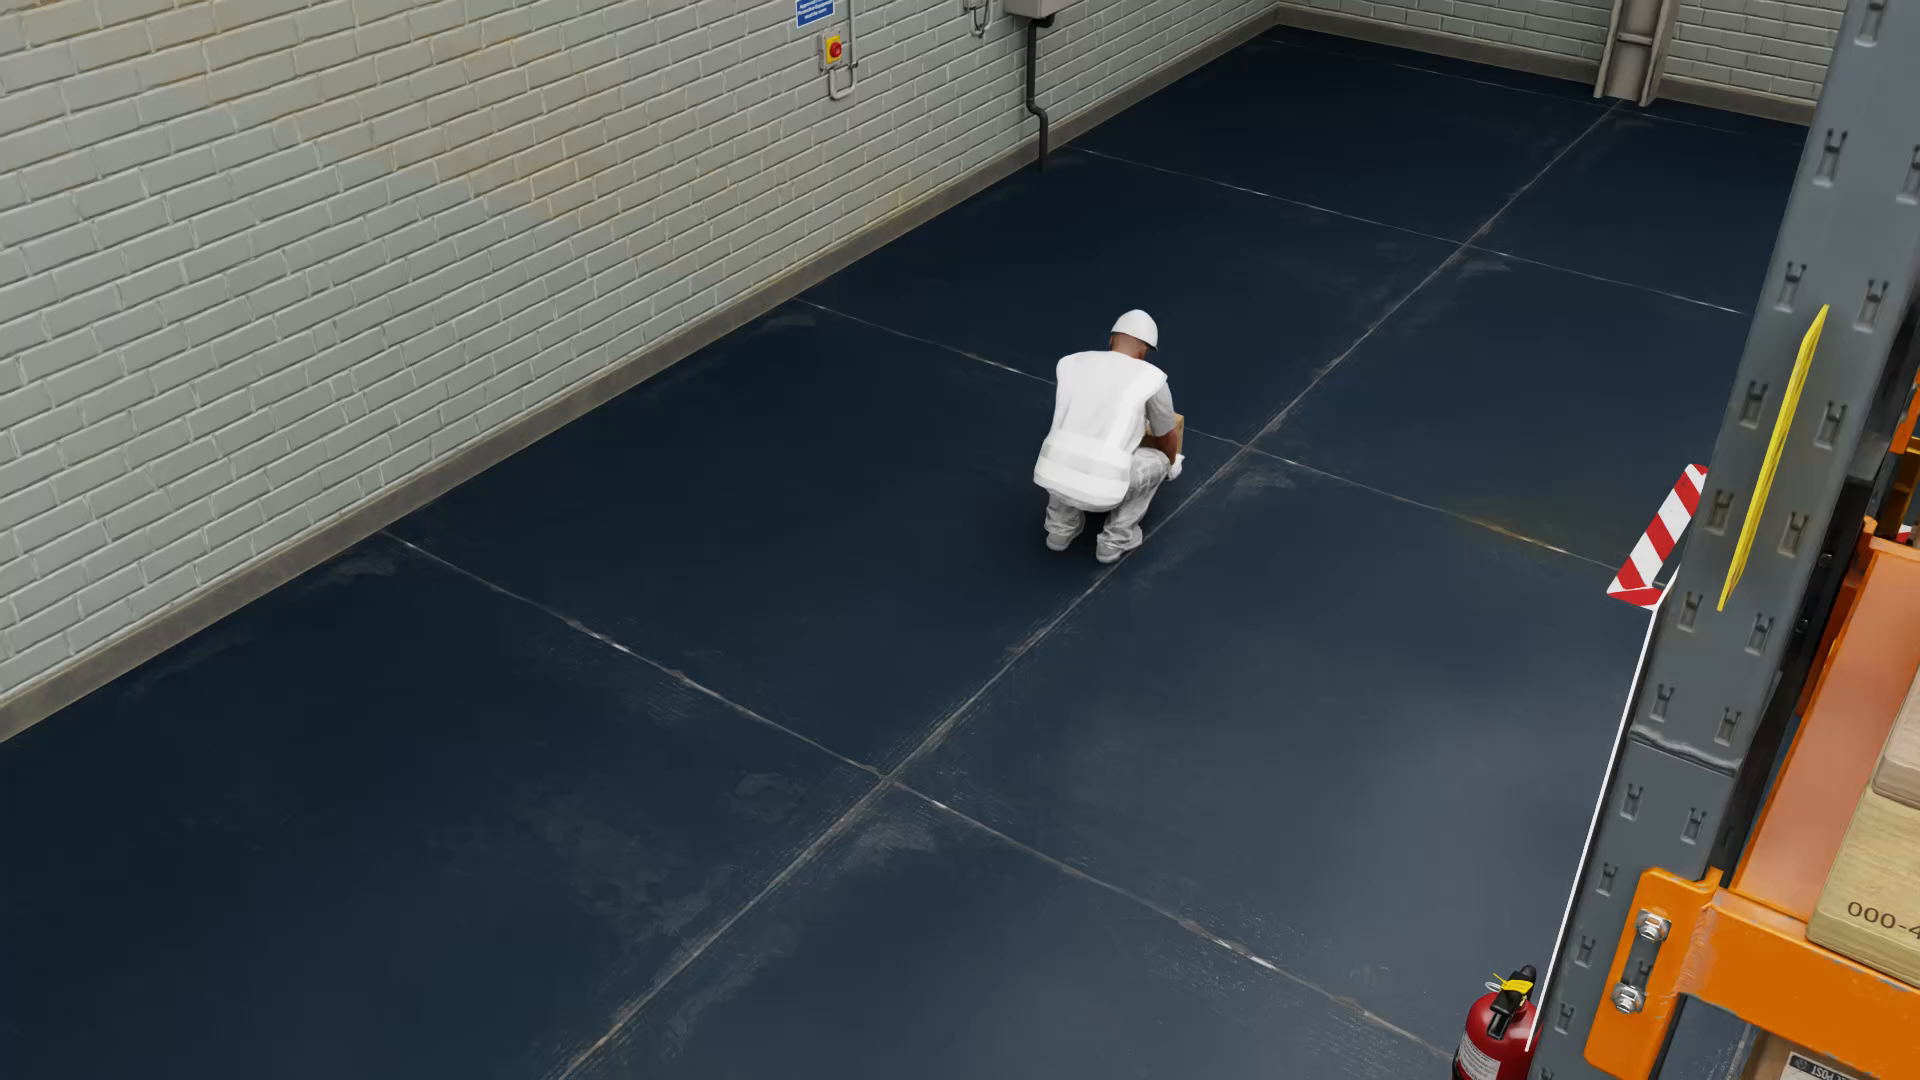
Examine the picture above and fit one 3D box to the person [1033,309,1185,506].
[{"bbox_3d":[0.650,-0.518,7.463,0.536,0.871,0.898,21,39,27],"label":"person"}]
